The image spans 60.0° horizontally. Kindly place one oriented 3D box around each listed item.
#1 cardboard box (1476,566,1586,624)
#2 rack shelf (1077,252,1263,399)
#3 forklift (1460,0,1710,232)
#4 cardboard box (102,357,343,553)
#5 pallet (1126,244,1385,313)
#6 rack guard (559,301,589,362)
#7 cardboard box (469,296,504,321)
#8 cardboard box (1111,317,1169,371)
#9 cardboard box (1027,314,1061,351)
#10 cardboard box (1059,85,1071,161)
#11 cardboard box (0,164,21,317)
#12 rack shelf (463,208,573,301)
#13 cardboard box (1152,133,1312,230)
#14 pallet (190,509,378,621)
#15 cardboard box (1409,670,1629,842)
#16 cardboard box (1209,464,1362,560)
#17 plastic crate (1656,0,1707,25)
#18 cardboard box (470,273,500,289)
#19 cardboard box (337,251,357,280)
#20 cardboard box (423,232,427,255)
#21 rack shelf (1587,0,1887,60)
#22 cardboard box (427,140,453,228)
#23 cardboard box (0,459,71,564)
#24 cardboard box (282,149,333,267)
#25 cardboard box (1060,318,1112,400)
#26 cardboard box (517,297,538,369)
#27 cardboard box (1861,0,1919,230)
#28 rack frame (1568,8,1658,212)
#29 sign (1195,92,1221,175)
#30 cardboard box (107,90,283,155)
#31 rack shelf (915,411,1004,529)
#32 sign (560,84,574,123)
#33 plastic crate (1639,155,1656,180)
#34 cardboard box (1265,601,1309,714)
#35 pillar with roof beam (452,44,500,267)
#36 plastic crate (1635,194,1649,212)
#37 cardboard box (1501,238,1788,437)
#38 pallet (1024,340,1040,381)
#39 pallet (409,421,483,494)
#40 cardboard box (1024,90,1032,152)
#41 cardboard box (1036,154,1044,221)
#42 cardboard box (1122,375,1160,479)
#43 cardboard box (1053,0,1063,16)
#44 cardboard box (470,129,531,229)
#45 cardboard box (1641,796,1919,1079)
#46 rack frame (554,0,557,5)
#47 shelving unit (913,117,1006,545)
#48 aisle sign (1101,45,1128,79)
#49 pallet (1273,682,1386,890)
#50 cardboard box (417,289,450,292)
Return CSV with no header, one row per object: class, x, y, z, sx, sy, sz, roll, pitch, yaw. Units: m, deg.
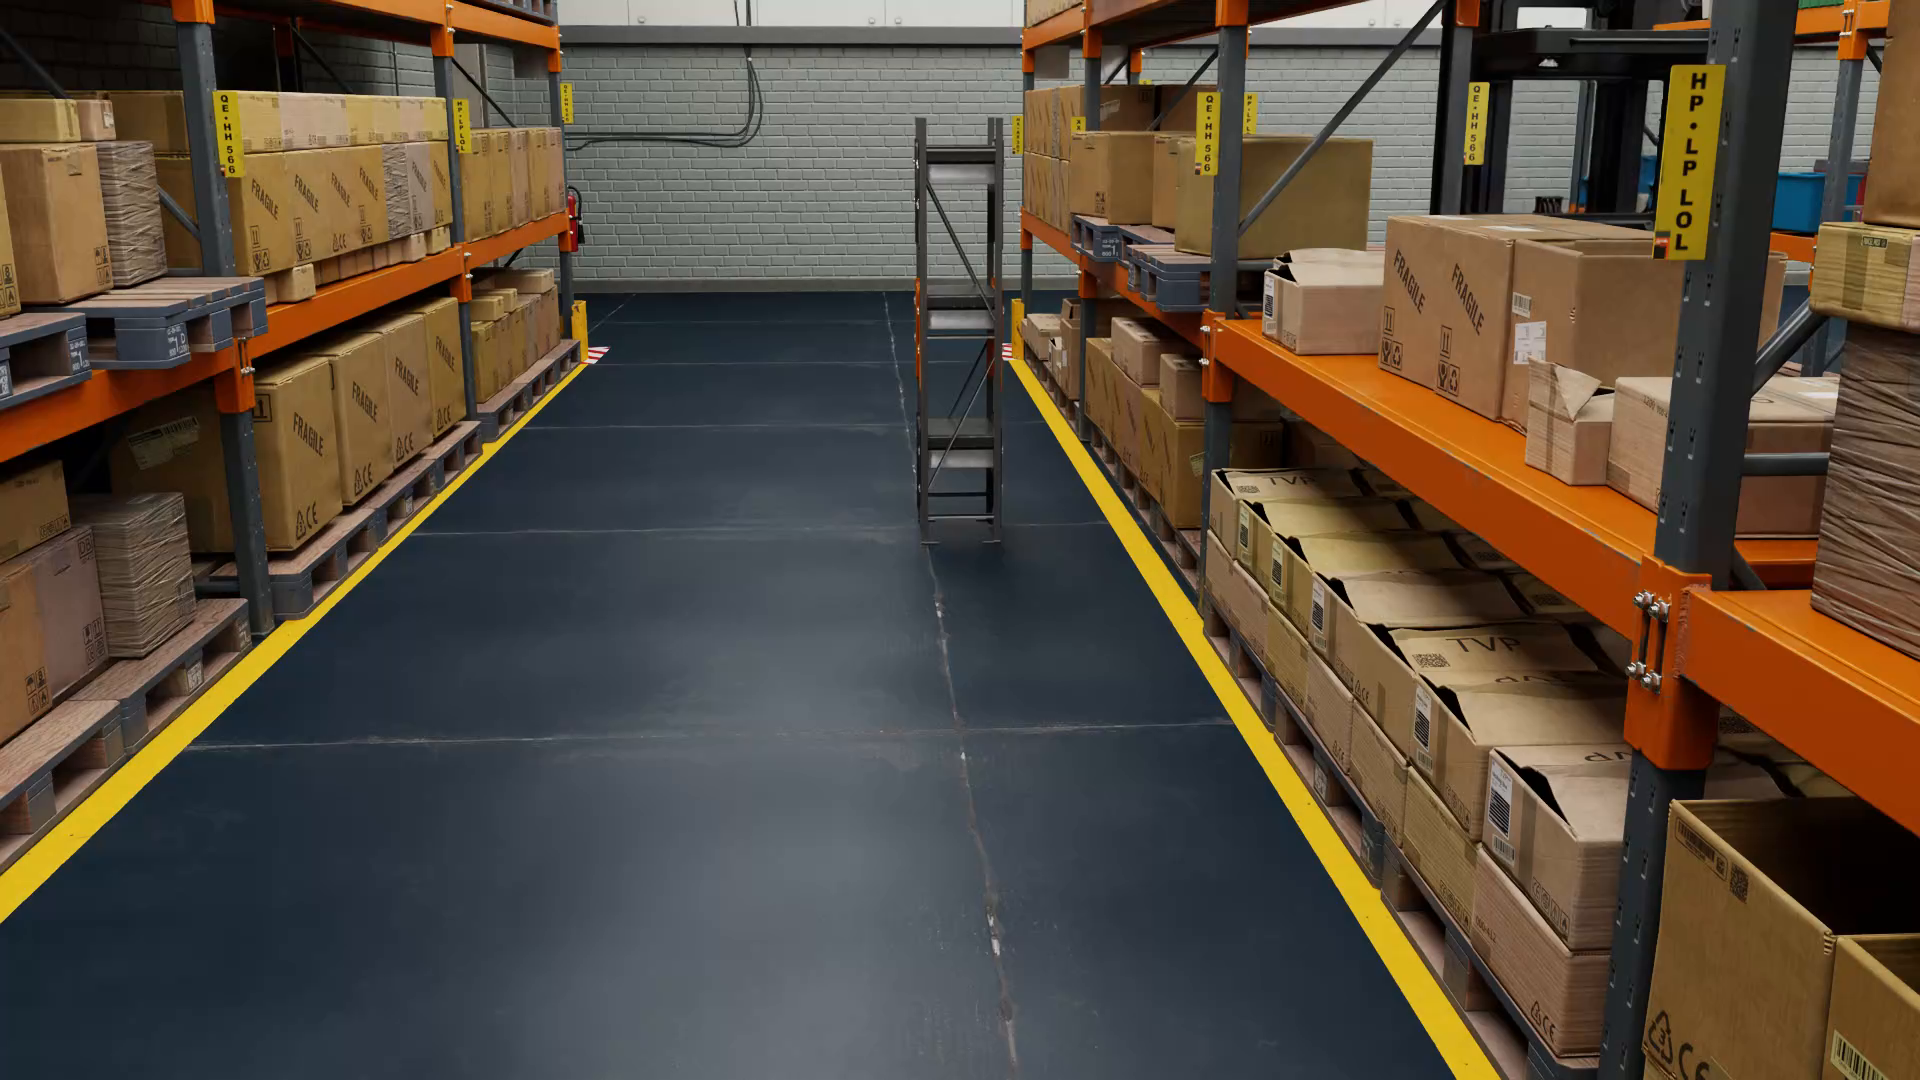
cardboard box,1.919,0.234,5.146,0.500,0.311,0.500,0,14,-2
rack shelf,1.420,-1.277,8.914,1.077,0.370,4.000,-1,14,-3
forklift,3.113,-1.459,8.313,1.130,2.935,3.031,-1,14,-3
cardboard box,-3.314,-0.398,7.525,0.750,0.750,0.750,-1,14,-4
pallet,1.432,-1.203,7.566,1.213,0.211,1.003,-1,14,-3
rack guard,-3.897,-1.836,14.658,1.175,0.500,0.348,-1,14,-3
cardboard box,-3.430,-1.628,11.706,0.380,0.149,0.250,0,14,-2
cardboard box,1.145,-1.116,9.472,0.500,0.250,0.500,-1,14,-3
cardboard box,0.830,-1.735,13.886,0.500,0.250,0.500,-1,14,-3
cardboard box,0.972,-2.905,11.589,0.500,0.500,0.500,-1,14,-5
cardboard box,-3.261,-0.886,4.867,0.700,0.500,0.500,-1,14,-3
rack shelf,-3.771,-2.195,12.480,1.077,0.370,4.000,-1,14,-3
cardboard box,1.468,-1.936,8.989,0.700,0.500,0.500,-5,15,-18
pallet,-3.373,0.102,7.705,1.003,0.211,1.213,-1,14,-3
cardboard box,1.442,0.498,4.122,0.500,0.311,0.500,0,14,-2
cardboard box,1.284,-0.137,6.588,0.500,0.311,0.500,0,14,-2
plastic crate,5.813,-4.232,13.058,0.504,0.338,0.767,-1,14,-3
cardboard box,-3.927,-2.077,13.450,0.380,0.149,0.250,-1,14,-3
cardboard box,-3.295,-1.406,8.433,0.380,0.149,0.250,-1,14,-3
cardboard box,-3.334,-1.726,9.680,0.380,0.149,0.250,0,14,-2
rack shelf,6.117,-3.800,12.700,1.077,0.370,4.000,-1,14,-3
cardboard box,-3.367,-2.137,9.974,0.500,0.500,0.500,-1,14,-4
cardboard box,-3.330,-0.095,5.506,0.500,0.250,0.500,-1,14,-2
cardboard box,-3.197,-1.508,7.530,0.500,0.500,0.500,0,14,-2
cardboard box,0.978,-1.263,11.548,0.500,0.500,0.500,-1,14,-3
cardboard box,-3.689,-1.611,12.942,0.700,0.500,0.500,-1,14,-5
cardboard box,1.826,-0.700,2.422,0.700,0.500,0.500,-1,14,-3
rack frame,5.993,-3.193,14.918,1.000,3.000,0.127,-1,14,-3
sign,1.003,-1.640,6.715,0.100,0.325,0.005,-1,14,-3
cardboard box,-3.172,-1.740,6.927,0.500,0.250,0.500,-1,14,-2
rack shelf,-0.010,-0.367,8.603,0.431,0.518,0.480,-1,14,-3
sign,-3.353,-3.721,14.169,0.100,0.325,0.005,-1,14,-3
plastic crate,6.200,-3.159,14.593,0.616,0.435,0.499,-1,14,-3
cardboard box,1.354,0.389,5.670,0.500,0.250,0.500,-1,14,-5
pillar with roof beam,-0.629,-6.670,16.392,9.100,9.000,0.400,-1,14,-3
plastic crate,5.659,-2.778,13.714,0.250,0.136,0.298,-1,14,-3
cardboard box,1.728,-0.504,4.265,0.500,0.500,0.500,0,14,1
pallet,1.104,-1.550,14.128,1.003,0.211,1.213,-1,14,-3
pallet,-3.524,-0.504,10.063,1.003,0.211,1.213,-1,14,-3
cardboard box,0.813,-3.536,14.042,0.500,0.500,0.500,0,14,-2
cardboard box,0.879,-2.799,13.183,0.500,0.500,0.500,-1,14,-4
cardboard box,1.182,-0.619,9.045,0.500,0.500,0.500,-1,14,-6
cardboard box,0.941,-3.869,11.823,0.500,0.250,0.500,-1,14,-3
cardboard box,-3.759,-2.688,12.353,0.980,0.700,0.700,-2,15,-6
cardboard box,1.508,0.752,2.755,0.500,0.500,0.500,-1,14,-3
rack frame,-3.895,-5.946,13.576,1.000,3.000,0.127,-1,14,-3
shelving unit,-0.010,-1.058,8.425,0.431,2.100,0.503,-1,14,-3
aisle sign,1.350,-4.398,14.385,0.394,0.787,0.004,-1,14,-3
pallet,1.629,0.730,5.264,1.003,0.211,1.213,-1,14,-3
cardboard box,-3.847,-1.760,12.220,0.380,0.149,0.250,-1,14,-3
